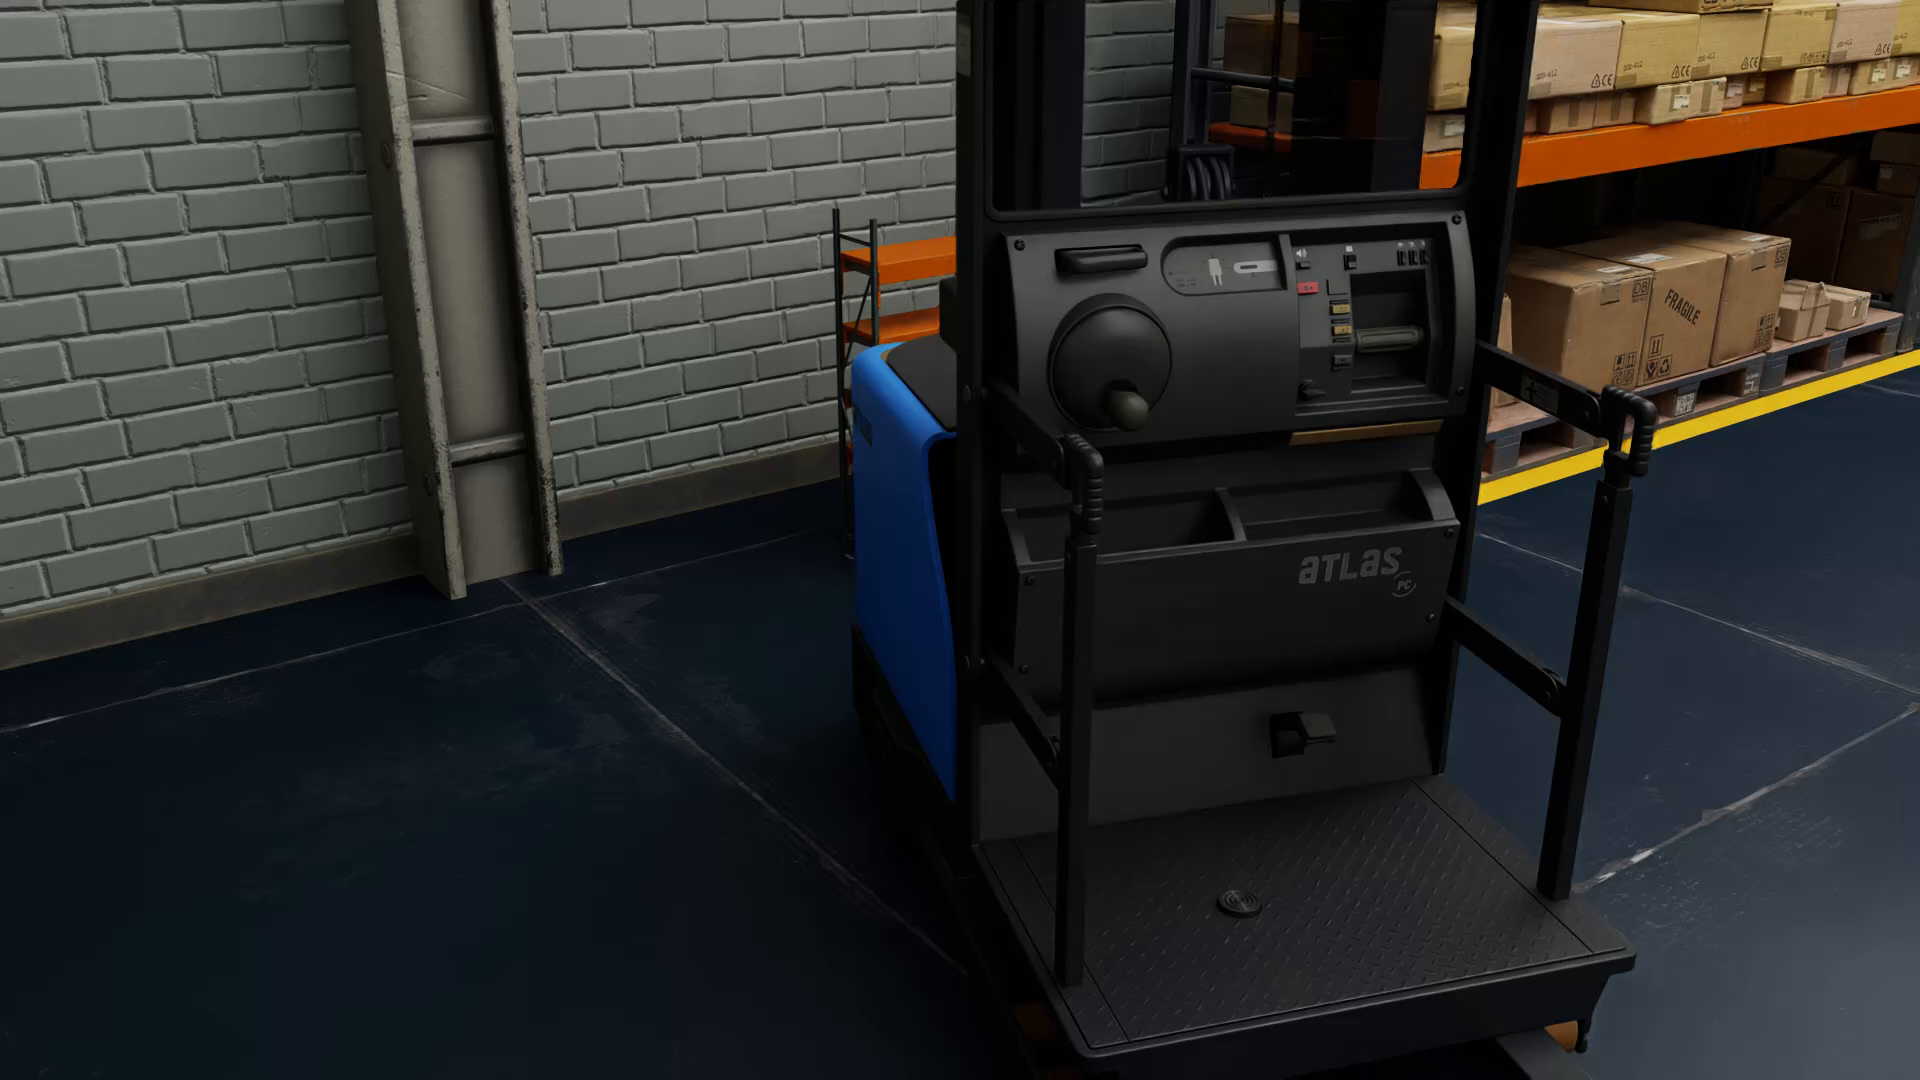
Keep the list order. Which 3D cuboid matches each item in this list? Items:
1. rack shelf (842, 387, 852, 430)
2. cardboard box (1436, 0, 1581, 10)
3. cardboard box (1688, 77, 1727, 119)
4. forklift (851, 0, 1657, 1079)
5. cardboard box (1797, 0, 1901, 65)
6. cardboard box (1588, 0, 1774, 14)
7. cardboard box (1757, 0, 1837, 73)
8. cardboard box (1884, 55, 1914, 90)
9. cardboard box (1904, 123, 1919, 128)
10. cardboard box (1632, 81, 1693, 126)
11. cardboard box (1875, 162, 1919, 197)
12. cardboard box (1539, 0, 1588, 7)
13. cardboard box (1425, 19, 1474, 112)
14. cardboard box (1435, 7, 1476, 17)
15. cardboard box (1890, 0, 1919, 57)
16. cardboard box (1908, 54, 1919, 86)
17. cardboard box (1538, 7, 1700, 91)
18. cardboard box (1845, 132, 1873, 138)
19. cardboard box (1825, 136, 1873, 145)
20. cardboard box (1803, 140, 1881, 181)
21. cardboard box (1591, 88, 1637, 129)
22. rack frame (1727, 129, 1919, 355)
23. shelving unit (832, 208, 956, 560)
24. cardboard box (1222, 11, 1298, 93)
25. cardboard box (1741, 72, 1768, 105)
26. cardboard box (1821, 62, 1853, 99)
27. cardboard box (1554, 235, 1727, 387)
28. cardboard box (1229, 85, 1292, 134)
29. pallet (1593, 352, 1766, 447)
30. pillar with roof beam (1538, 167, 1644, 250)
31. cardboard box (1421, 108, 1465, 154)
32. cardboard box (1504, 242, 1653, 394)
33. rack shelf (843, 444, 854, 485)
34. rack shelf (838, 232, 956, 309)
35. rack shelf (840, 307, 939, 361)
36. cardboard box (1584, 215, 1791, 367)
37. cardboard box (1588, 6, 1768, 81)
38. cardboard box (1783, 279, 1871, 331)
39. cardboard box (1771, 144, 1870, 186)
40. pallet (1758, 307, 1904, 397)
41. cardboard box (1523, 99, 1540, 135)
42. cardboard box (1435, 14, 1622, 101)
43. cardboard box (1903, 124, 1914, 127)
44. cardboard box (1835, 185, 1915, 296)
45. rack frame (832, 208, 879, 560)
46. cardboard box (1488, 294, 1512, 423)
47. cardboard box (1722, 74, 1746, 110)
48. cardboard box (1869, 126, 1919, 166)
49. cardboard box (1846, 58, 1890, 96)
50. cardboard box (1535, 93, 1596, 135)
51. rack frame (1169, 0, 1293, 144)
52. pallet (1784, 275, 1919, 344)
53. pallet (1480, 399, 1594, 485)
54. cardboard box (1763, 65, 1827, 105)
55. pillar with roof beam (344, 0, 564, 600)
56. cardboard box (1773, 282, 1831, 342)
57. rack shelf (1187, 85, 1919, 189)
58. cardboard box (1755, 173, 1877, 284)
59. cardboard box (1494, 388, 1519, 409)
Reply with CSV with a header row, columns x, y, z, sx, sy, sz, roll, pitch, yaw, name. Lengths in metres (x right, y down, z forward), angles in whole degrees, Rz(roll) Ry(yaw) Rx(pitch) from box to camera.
x,y,z,sx,sy,sz,roll,pitch,yaw,name
-0.134,-0.459,5.609,0.480,0.148,0.258,-15,26,-33,rack shelf
2.171,-2.064,6.823,0.500,0.250,0.500,-14,26,-31,cardboard box
2.832,-1.798,6.694,0.250,0.149,0.380,-14,26,-32,cardboard box
0.597,-0.389,2.918,1.130,2.935,3.031,-6,23,-15,forklift
3.707,-2.237,7.256,0.500,0.250,0.500,-15,26,-33,cardboard box
2.872,-2.358,6.547,0.500,0.500,0.500,-14,26,-32,cardboard box
3.294,-2.133,6.995,0.500,0.250,0.500,-15,26,-33,cardboard box
4.066,-2.140,7.552,0.250,0.149,0.380,-14,26,-31,cardboard box
5.005,-2.007,8.407,0.250,0.149,0.380,-16,27,-35,cardboard box
2.630,-1.735,6.536,0.250,0.149,0.380,-16,27,-34,cardboard box
4.822,-1.798,8.285,0.250,0.149,0.380,-14,25,-30,cardboard box
2.596,-2.177,7.106,0.500,0.250,0.500,-15,26,-33,cardboard box
1.654,-1.685,5.872,0.500,0.250,0.500,-15,26,-33,cardboard box
1.766,-1.958,6.558,0.500,0.250,0.500,-15,26,-33,cardboard box
4.105,-2.350,7.539,0.500,0.250,0.500,-14,26,-32,cardboard box
4.264,-2.203,7.709,0.250,0.149,0.380,-15,26,-32,cardboard box
2.473,-1.905,6.423,0.500,0.250,0.500,-16,26,-34,cardboard box
5.101,-2.144,9.152,0.250,0.149,0.380,-16,27,-35,cardboard box
4.909,-2.080,8.993,0.250,0.149,0.380,-15,26,-32,cardboard box
4.716,-2.025,8.855,0.250,0.149,0.380,-15,26,-33,cardboard box
2.381,-1.703,6.455,0.250,0.149,0.380,-14,26,-32,cardboard box
4.376,-2.465,8.026,0.127,3.000,1.000,-15,26,-33,rack frame
-0.134,-0.521,5.584,0.503,1.200,0.258,-15,26,-33,shelving unit
1.347,-1.847,6.279,0.500,0.250,0.500,-14,26,-31,cardboard box
3.174,-1.942,7.055,0.250,0.149,0.380,-14,26,-32,cardboard box
3.640,-2.028,7.271,0.250,0.149,0.380,-14,26,-31,cardboard box
2.885,-0.995,7.148,0.500,0.500,0.500,-14,26,-32,cardboard box
1.241,-1.635,6.285,0.250,0.149,0.380,-15,26,-33,cardboard box
2.826,-0.756,7.506,1.213,0.211,1.003,-15,26,-33,pallet
5.798,-4.077,3.971,0.400,9.000,9.100,-15,26,-33,pillar with roof beam
1.556,-1.471,5.875,0.250,0.149,0.380,-15,26,-33,cardboard box
2.397,-0.910,6.937,0.500,0.500,0.700,-14,26,-31,cardboard box
-0.134,-0.275,5.683,0.480,0.148,0.258,-15,26,-33,rack shelf
-0.134,-0.886,5.439,0.480,0.148,0.258,-15,26,-33,rack shelf
-0.134,-0.667,5.526,0.480,0.148,0.258,-15,26,-33,rack shelf
3.240,-1.135,7.500,0.500,0.500,0.700,-16,27,-35,cardboard box
2.876,-2.022,6.717,0.500,0.250,0.500,-16,27,-34,cardboard box
4.095,-1.127,7.953,0.250,0.149,0.380,-16,27,-34,cardboard box
4.506,-1.967,8.708,0.250,0.149,0.380,-16,27,-35,cardboard box
3.818,-1.021,8.171,1.213,0.211,1.003,-15,26,-33,pallet
1.928,-1.607,6.216,0.250,0.149,0.380,-15,26,-34,cardboard box
2.063,-1.794,6.146,0.500,0.250,0.500,-15,26,-32,cardboard box
5.532,-2.260,9.443,0.250,0.149,0.380,-14,26,-32,cardboard box
4.900,-1.536,8.504,0.500,0.500,0.500,-14,25,-31,cardboard box
-0.332,-0.469,5.452,0.015,1.200,0.240,-15,26,-33,rack frame
1.680,-0.739,6.502,0.637,0.503,0.797,-16,27,-35,cardboard box
3.001,-1.875,6.886,0.250,0.149,0.380,-15,26,-33,cardboard box
4.787,-1.954,8.276,0.250,0.149,0.380,-15,26,-34,cardboard box
3.869,-2.077,7.393,0.250,0.149,0.380,-14,26,-31,cardboard box
2.169,-1.644,6.307,0.250,0.149,0.380,-14,26,-31,cardboard box
1.129,-1.599,5.856,0.127,3.000,1.000,-15,26,-33,rack frame
5.014,-1.357,9.013,1.213,0.211,1.003,-15,26,-33,pallet
1.837,-0.493,6.848,1.213,0.211,1.003,-15,26,-33,pallet
3.449,-1.964,7.111,0.250,0.149,0.380,-15,26,-34,cardboard box
0.928,-2.778,0.716,0.400,9.000,9.100,-15,26,-33,pillar with roof beam
3.805,-1.104,7.738,0.258,0.266,0.396,-14,26,-31,cardboard box
2.752,-1.698,7.075,4.000,0.370,1.077,-15,26,-33,rack shelf
4.601,-1.694,8.901,0.500,0.500,0.500,-15,26,-33,cardboard box
2.048,-0.654,6.768,0.250,0.149,0.380,-16,27,-35,cardboard box
